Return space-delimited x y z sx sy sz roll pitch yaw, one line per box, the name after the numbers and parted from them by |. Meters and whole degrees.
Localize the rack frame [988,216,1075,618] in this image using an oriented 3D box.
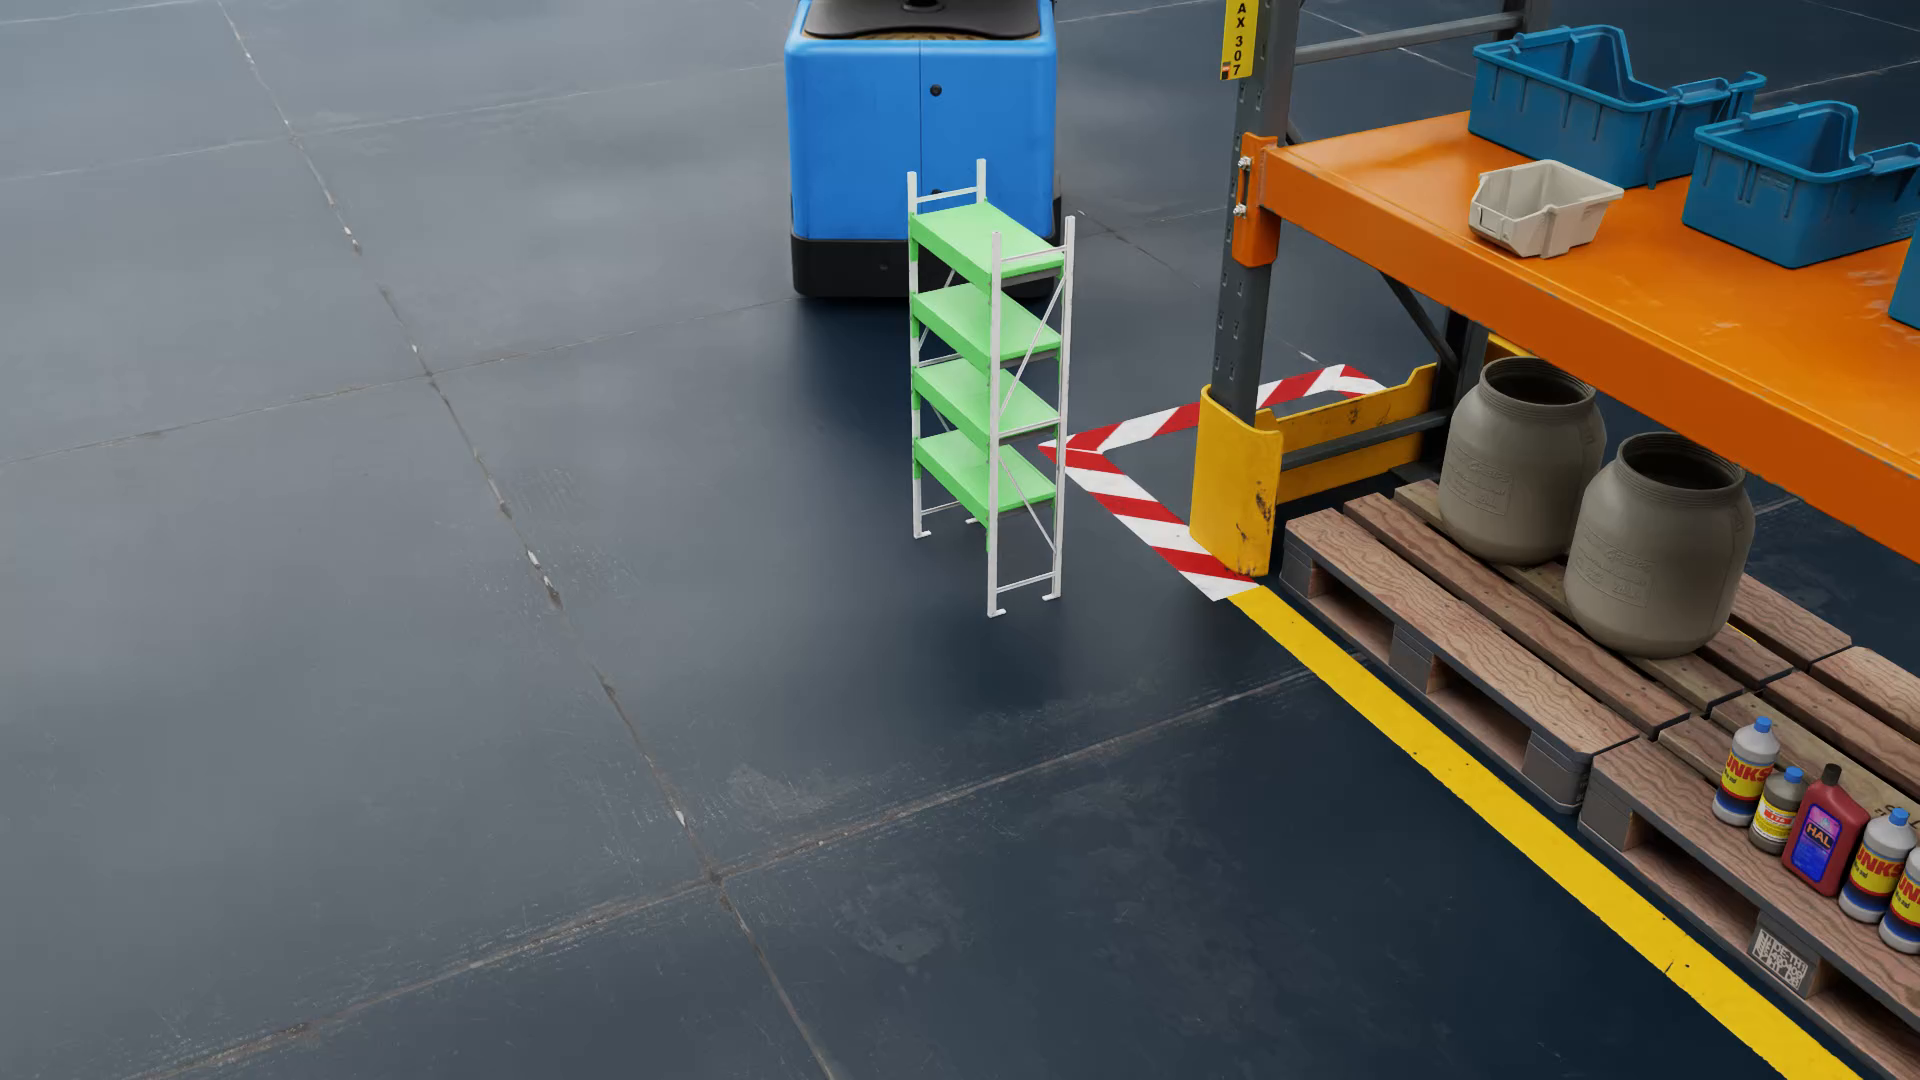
0.191 -0.310 4.621 0.240 1.200 0.015 -16 36 -23 | rack frame

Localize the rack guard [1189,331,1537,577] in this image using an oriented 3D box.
1.302 -0.313 5.276 1.175 0.500 0.348 -16 36 -23 | rack guard

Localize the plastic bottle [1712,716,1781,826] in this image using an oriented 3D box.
1.795 0.517 3.784 0.097 0.271 0.097 0 33 0 | plastic bottle

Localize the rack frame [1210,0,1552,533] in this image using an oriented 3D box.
1.225 -1.390 4.639 1.000 3.000 0.127 -16 36 -23 | rack frame

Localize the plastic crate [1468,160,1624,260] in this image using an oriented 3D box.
1.358 -0.771 3.918 0.298 0.136 0.250 -16 36 -23 | plastic crate

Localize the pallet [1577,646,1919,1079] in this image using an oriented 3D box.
2.241 0.779 3.839 1.003 0.211 1.213 -16 36 -23 | pallet

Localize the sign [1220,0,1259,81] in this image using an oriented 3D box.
0.737 -1.370 4.352 0.100 0.325 0.005 -16 36 -23 | sign

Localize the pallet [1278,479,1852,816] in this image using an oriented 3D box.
1.676 0.197 4.746 1.003 0.211 1.213 -16 36 -23 | pallet

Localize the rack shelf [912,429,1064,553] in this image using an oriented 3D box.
0.077 -0.170 4.967 0.258 0.148 0.480 -16 36 -23 | rack shelf

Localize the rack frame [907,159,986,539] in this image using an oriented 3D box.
-0.037 -0.543 4.985 0.240 1.200 0.015 -16 36 -23 | rack frame

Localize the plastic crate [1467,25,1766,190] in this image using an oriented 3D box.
1.723 -1.164 4.424 0.499 0.251 0.616 -16 36 -23 | plastic crate

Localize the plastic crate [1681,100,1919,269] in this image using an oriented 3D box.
2.021 -0.853 3.938 0.499 0.251 0.408 -16 36 -23 | plastic crate

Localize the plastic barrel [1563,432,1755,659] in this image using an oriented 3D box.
1.834 0.015 4.364 0.421 0.512 0.421 0 33 0 | plastic barrel

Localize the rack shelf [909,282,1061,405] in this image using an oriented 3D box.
0.077 -0.574 4.708 0.258 0.148 0.480 -16 36 -23 | rack shelf

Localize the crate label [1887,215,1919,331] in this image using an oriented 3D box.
2.323 -0.595 3.365 0.502 0.435 0.616 -16 36 -23 | crate label

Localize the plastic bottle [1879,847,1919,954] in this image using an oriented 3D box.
2.001 0.728 3.454 0.097 0.271 0.097 0 33 0 | plastic bottle

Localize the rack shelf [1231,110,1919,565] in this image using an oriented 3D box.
2.158 -0.133 3.344 1.077 0.370 4.000 -16 36 -23 | rack shelf

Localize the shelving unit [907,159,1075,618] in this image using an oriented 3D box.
0.077 -0.426 4.803 0.258 1.200 0.503 -16 36 -23 | shelving unit

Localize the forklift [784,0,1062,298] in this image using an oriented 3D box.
-0.129 -2.956 7.147 1.130 2.935 3.031 0 33 1 | forklift

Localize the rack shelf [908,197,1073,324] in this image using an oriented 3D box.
0.077 -0.777 4.579 0.258 0.148 0.480 -16 36 -23 | rack shelf

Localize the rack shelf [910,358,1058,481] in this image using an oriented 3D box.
0.077 -0.372 4.837 0.258 0.148 0.480 -16 36 -23 | rack shelf

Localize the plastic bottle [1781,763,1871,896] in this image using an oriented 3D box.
1.884 0.625 3.605 0.061 0.283 0.133 -15 36 -22 | plastic bottle

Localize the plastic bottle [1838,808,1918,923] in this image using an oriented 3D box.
1.955 0.681 3.528 0.097 0.271 0.097 0 33 0 | plastic bottle

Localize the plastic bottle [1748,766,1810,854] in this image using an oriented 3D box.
1.843 0.596 3.726 0.097 0.201 0.097 0 33 0 | plastic bottle

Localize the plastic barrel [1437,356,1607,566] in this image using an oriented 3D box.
1.600 -0.225 4.737 0.421 0.512 0.421 0 33 0 | plastic barrel
